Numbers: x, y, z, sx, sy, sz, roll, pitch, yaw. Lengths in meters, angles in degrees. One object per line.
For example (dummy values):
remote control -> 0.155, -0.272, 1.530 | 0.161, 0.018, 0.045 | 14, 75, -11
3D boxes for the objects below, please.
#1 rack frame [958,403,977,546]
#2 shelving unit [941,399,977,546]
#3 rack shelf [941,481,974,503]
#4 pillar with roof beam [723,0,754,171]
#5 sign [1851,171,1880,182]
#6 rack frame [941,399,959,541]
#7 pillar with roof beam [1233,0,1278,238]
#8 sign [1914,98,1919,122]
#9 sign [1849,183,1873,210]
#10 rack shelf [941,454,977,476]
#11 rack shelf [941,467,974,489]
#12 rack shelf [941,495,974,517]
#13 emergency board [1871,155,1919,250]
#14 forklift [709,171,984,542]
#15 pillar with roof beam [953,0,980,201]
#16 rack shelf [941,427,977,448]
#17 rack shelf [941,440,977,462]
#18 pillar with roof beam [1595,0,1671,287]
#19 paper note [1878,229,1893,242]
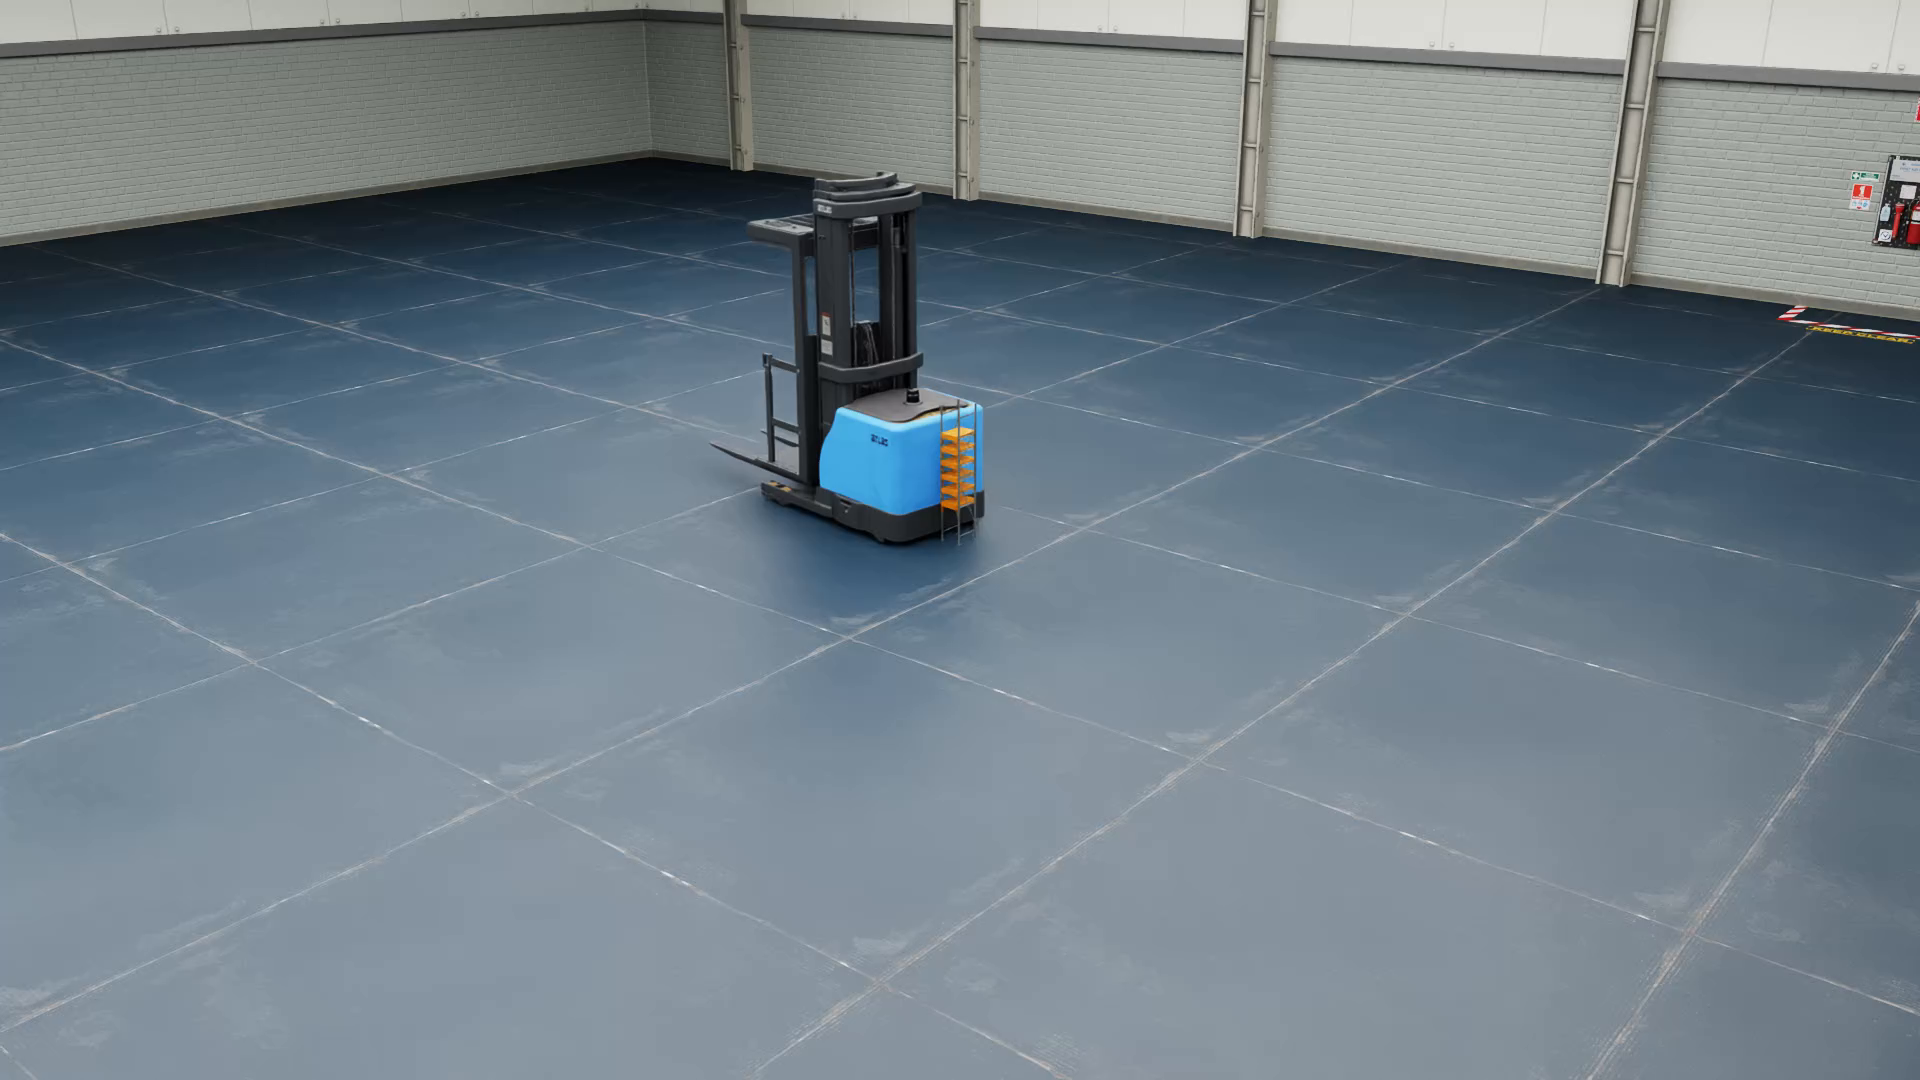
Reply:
rack frame -> 0.060, -0.544, 13.913 | 0.006, 1.200, 0.240 | 16, 26, 36
shelving unit -> -0.011, -0.565, 13.967 | 0.189, 1.200, 0.258 | 16, 26, 36
rack shelf -> -0.011, -0.411, 14.025 | 0.180, 0.103, 0.258 | 16, 26, 36
pillar with roof beam -> -7.252, -10.751, 29.925 | 0.400, 9.000, 9.100 | 16, 26, 36
sign -> 11.808, -4.740, 21.688 | 0.331, 0.109, 0.001 | 16, 26, 36
rack frame -> -0.082, -0.585, 14.021 | 0.006, 1.200, 0.240 | 16, 26, 36
pillar with roof beam -> 2.044, -8.073, 22.826 | 0.400, 9.000, 9.100 | 16, 26, 36
sign -> 12.230, -5.441, 21.063 | 0.199, 0.298, 0.001 | 16, 26, 36
sign -> 11.810, -4.496, 21.791 | 0.234, 0.329, 0.001 | 16, 26, 36
rack shelf -> -0.011, -0.635, 13.941 | 0.180, 0.103, 0.258 | 16, 26, 36
rack shelf -> -0.011, -0.523, 13.983 | 0.180, 0.103, 0.258 | 16, 26, 36
rack shelf -> -0.011, -0.298, 14.068 | 0.180, 0.103, 0.258 | 16, 26, 36
emergency board -> 12.173, -4.328, 21.395 | 0.643, 1.169, 0.194 | 16, 26, 36
forklift -> -1.154, -1.790, 14.764 | 1.130, 2.935, 3.031 | -18, 27, -39
pillar with roof beam -> -2.604, -9.412, 26.376 | 0.400, 9.000, 9.100 | 16, 26, 36
rack shelf -> -0.011, -0.860, 13.856 | 0.180, 0.103, 0.258 | 16, 26, 36
rack shelf -> -0.011, -0.748, 13.898 | 0.180, 0.103, 0.258 | 16, 26, 36
pillar with roof beam -> 6.693, -6.735, 19.276 | 0.400, 9.000, 9.100 | 16, 26, 36
paper note -> 12.079, -3.974, 21.706 | 0.142, 0.148, 0.016 | 16, 26, 36
